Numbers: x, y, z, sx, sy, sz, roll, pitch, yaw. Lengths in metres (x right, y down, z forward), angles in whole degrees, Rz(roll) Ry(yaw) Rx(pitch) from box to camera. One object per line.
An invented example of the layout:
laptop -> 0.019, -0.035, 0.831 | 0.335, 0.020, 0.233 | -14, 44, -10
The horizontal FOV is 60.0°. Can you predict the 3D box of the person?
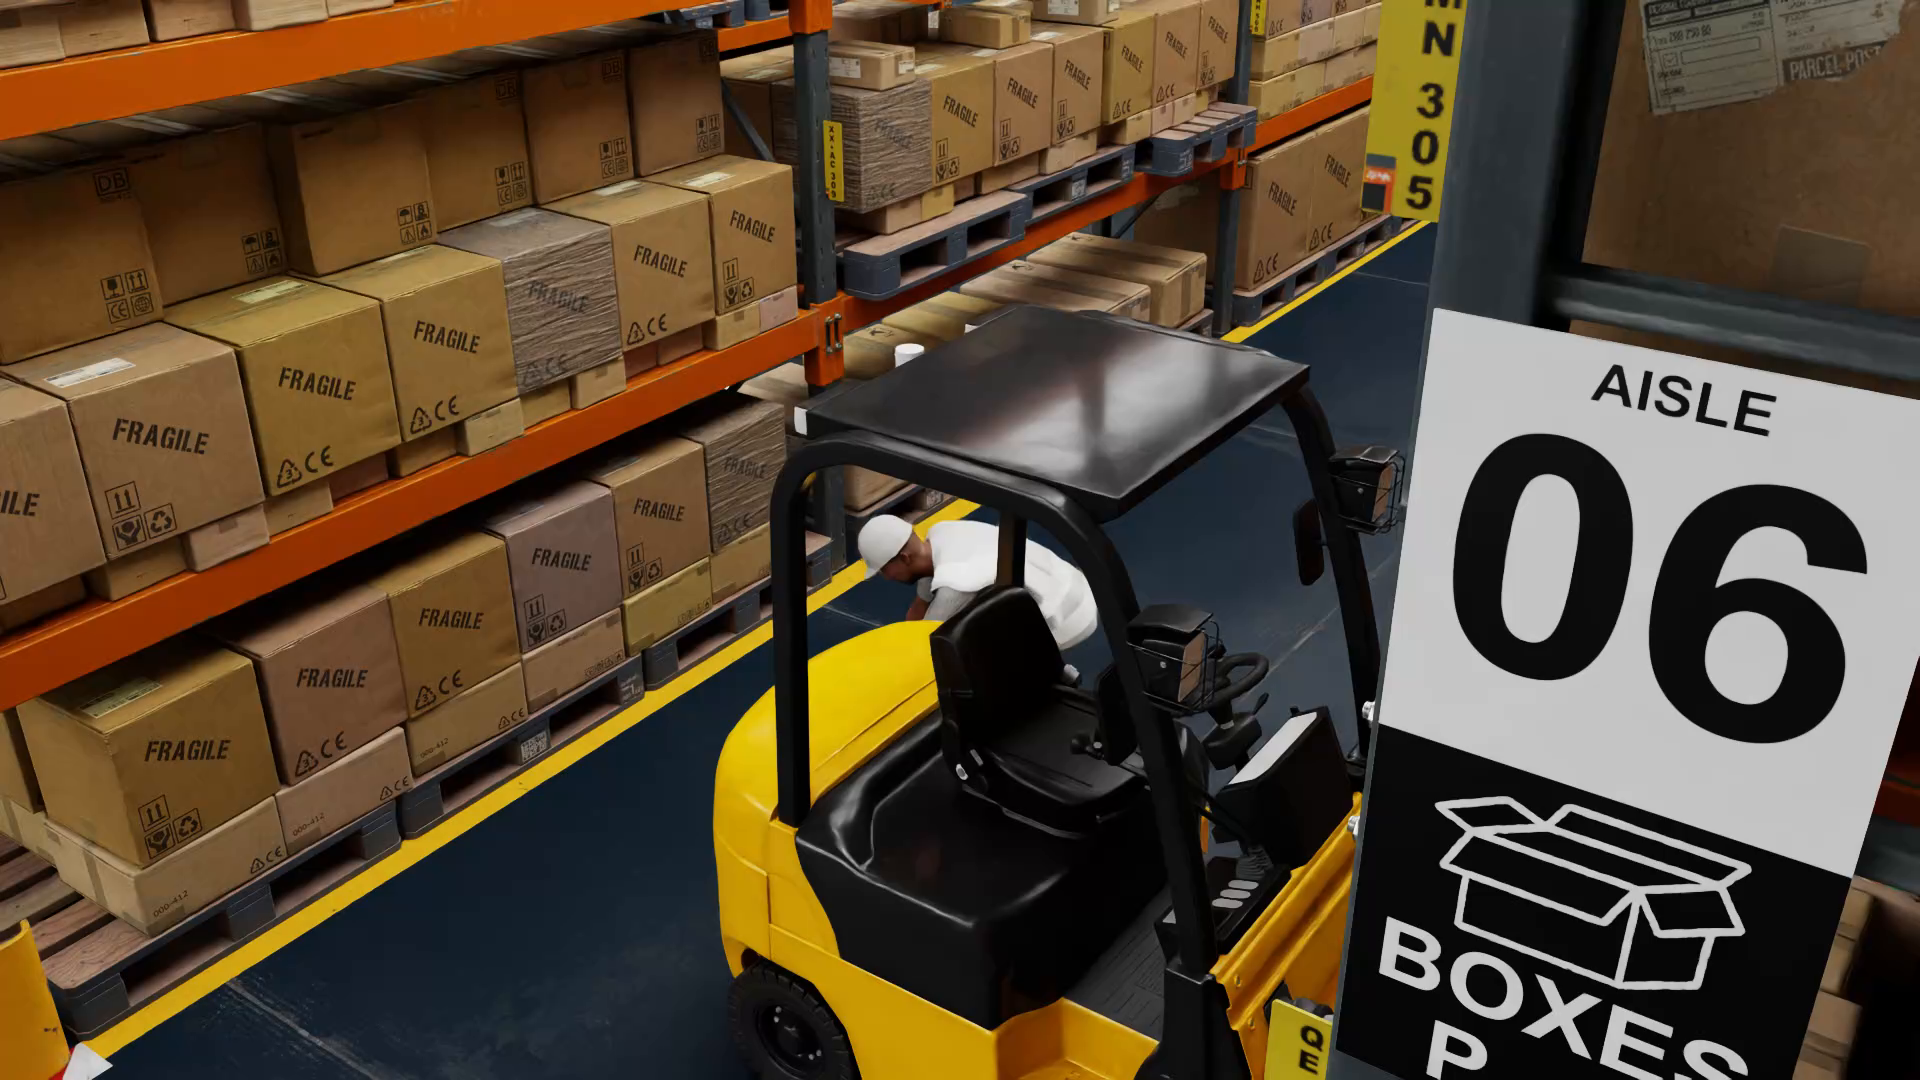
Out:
person -> 0.064, 0.321, 6.404 | 0.923, 0.936, 0.574 | 1, 27, 2
